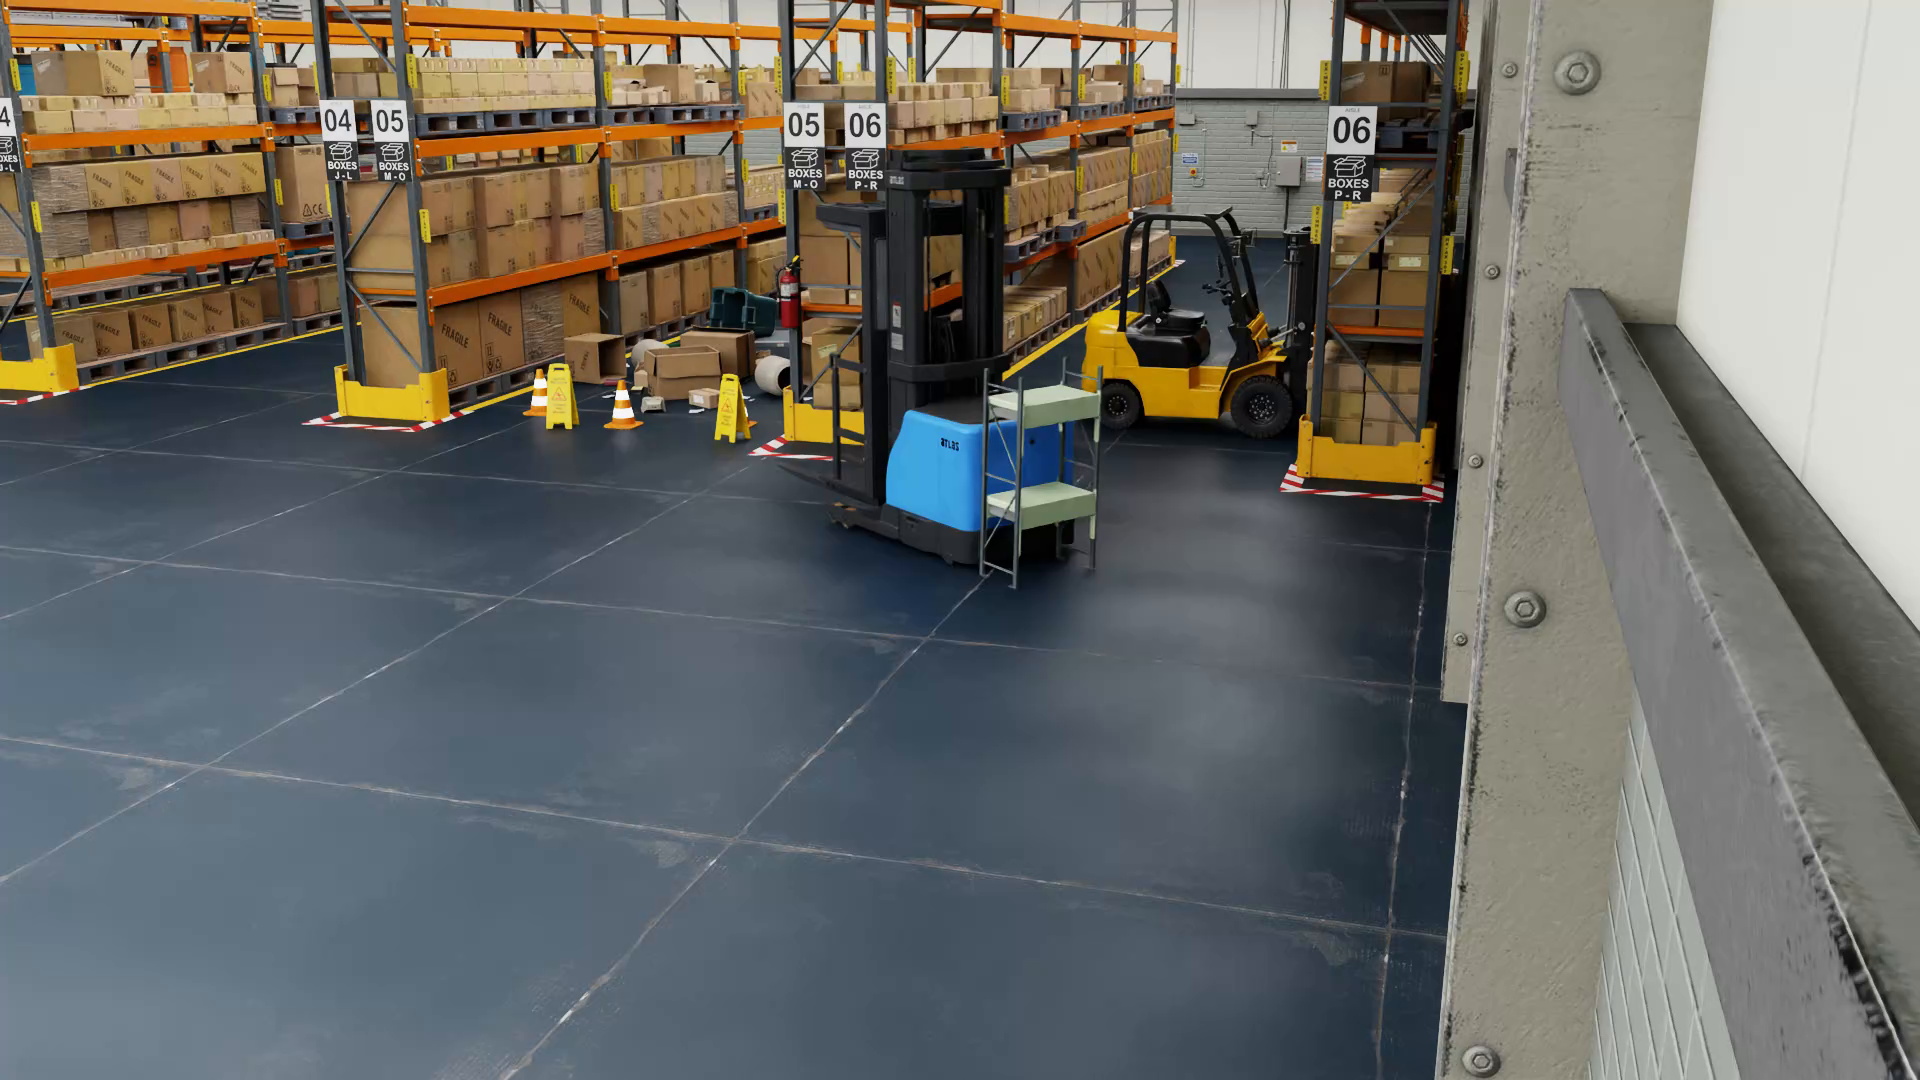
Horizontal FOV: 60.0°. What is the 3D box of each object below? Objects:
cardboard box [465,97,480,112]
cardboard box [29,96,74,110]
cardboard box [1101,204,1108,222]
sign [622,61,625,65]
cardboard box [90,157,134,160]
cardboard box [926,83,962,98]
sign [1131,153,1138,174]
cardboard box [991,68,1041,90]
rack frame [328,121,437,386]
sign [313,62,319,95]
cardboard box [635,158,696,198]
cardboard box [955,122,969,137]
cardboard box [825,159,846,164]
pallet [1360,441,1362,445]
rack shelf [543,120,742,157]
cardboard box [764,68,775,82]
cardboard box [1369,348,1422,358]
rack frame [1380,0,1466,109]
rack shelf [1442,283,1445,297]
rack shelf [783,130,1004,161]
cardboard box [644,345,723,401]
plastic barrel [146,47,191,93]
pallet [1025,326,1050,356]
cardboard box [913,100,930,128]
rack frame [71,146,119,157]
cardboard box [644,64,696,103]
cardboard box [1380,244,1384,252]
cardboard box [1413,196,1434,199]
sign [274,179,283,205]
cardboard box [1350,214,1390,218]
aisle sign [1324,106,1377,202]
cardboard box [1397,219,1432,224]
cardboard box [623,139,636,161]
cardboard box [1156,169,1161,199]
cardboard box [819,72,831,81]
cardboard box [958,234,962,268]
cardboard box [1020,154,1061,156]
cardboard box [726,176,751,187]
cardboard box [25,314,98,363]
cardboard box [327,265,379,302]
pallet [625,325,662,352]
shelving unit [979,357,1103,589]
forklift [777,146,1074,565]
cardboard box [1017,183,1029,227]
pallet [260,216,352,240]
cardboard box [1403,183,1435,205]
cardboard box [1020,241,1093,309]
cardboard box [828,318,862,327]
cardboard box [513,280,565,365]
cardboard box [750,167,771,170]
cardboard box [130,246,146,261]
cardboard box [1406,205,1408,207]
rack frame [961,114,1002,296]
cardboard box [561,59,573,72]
[{"bbox_3d":[-5.304,-4.593,17.537,0.380,0.149,0.250,5,17,16],"label":"cardboard box"},{"bbox_3d":[-10.231,-4.921,18.730,0.380,0.149,0.250,4,16,15],"label":"cardboard box"},{"bbox_3d":[1.925,-4.931,24.993,0.500,0.250,0.500,5,16,16],"label":"cardboard box"},{"bbox_3d":[-6.634,-9.301,32.879,0.100,0.325,0.005,5,16,16],"label":"sign"},{"bbox_3d":[-10.300,-4.396,20.270,0.500,0.500,0.500,5,16,16],"label":"cardboard box"},{"bbox_3d":[-0.197,-4.708,17.432,0.380,0.149,0.250,5,17,17],"label":"cardboard box"},{"bbox_3d":[2.784,-6.019,26.576,0.100,0.325,0.005,5,16,16],"label":"sign"},{"bbox_3d":[0.670,-5.513,19.861,0.500,0.250,0.500,4,16,15],"label":"cardboard box"},{"bbox_3d":[-5.924,-2.757,17.054,1.000,3.000,0.127,5,16,16],"label":"rack frame"},{"bbox_3d":[-6.440,-4.634,16.696,0.100,0.325,0.005,5,16,16],"label":"sign"},{"bbox_3d":[-4.074,-4.996,22.931,0.700,0.500,0.500,4,16,15],"label":"cardboard box"},{"bbox_3d":[-0.116,-4.394,17.789,0.380,0.149,0.250,5,17,17],"label":"cardboard box"},{"bbox_3d":[-2.152,-6.668,28.281,0.500,0.500,0.500,5,17,17],"label":"cardboard box"},{"bbox_3d":[3.788,-0.878,15.538,1.003,0.211,1.213,5,16,16],"label":"pallet"},{"bbox_3d":[-4.219,-5.424,22.277,1.077,0.370,4.000,5,16,16],"label":"rack shelf"},{"bbox_3d":[-3.079,-7.198,26.253,0.797,0.503,0.637,4,16,15],"label":"cardboard box"},{"bbox_3d":[4.067,-1.618,15.475,0.500,0.250,0.500,5,16,16],"label":"cardboard box"},{"bbox_3d":[5.884,-6.995,21.001,1.000,3.000,0.127,5,16,16],"label":"rack frame"},{"bbox_3d":[5.316,-3.240,20.073,1.077,0.370,4.000,5,16,16],"label":"rack shelf"},{"bbox_3d":[-0.581,-4.020,17.327,1.077,0.370,4.000,5,16,16],"label":"rack shelf"},{"bbox_3d":[-3.077,-1.855,18.447,0.797,0.503,0.637,-7,17,-23],"label":"cardboard box"},{"bbox_3d":[-12.962,-7.646,27.234,0.600,0.830,0.708,5,16,16],"label":"plastic barrel"},{"bbox_3d":[0.552,-2.629,21.711,1.003,0.211,1.213,5,16,16],"label":"pallet"},{"bbox_3d":[-0.598,-4.156,16.217,0.500,0.250,0.500,4,16,15],"label":"cardboard box"},{"bbox_3d":[-16.737,-7.077,32.284,1.000,3.000,0.127,5,16,16],"label":"rack frame"},{"bbox_3d":[-3.876,-6.115,22.259,0.500,0.500,0.500,5,16,16],"label":"cardboard box"},{"bbox_3d":[3.939,-2.884,16.130,0.380,0.149,0.250,5,16,16],"label":"cardboard box"},{"bbox_3d":[5.887,-4.228,20.868,0.380,0.149,0.250,5,16,16],"label":"cardboard box"},{"bbox_3d":[-8.991,-4.591,21.933,0.100,0.325,0.005,5,16,16],"label":"sign"},{"bbox_3d":[4.082,-3.162,16.564,0.380,0.149,0.250,5,16,16],"label":"cardboard box"},{"bbox_3d":[3.311,-3.272,14.105,0.394,0.787,0.004,5,16,16],"label":"aisle sign"},{"bbox_3d":[4.378,-2.993,15.968,0.380,0.149,0.250,5,17,16],"label":"cardboard box"},{"bbox_3d":[-6.641,-7.551,32.309,0.500,0.500,0.500,4,16,15],"label":"cardboard box"},{"bbox_3d":[3.221,-6.222,29.085,0.500,0.500,0.500,5,17,17],"label":"cardboard box"},{"bbox_3d":[-2.199,-7.757,27.813,0.380,0.149,0.250,4,16,15],"label":"cardboard box"},{"bbox_3d":[-0.183,-3.231,17.995,0.500,0.500,0.500,5,17,17],"label":"cardboard box"},{"bbox_3d":[1.158,-5.313,24.047,0.500,0.500,0.500,5,17,17],"label":"cardboard box"},{"bbox_3d":[-3.332,-5.325,24.706,0.380,0.149,0.250,5,16,16],"label":"cardboard box"},{"bbox_3d":[-10.457,-2.330,19.358,0.500,0.500,0.500,8,18,26],"label":"cardboard box"},{"bbox_3d":[-8.848,-3.799,24.500,0.700,0.500,0.500,6,17,21],"label":"cardboard box"},{"bbox_3d":[-4.640,-2.670,21.856,1.003,0.211,1.213,5,16,16],"label":"pallet"},{"bbox_3d":[0.572,-0.484,11.764,0.755,1.500,0.431,-12,22,-37],"label":"shelving unit"},{"bbox_3d":[-0.418,-1.573,13.004,1.130,2.935,3.031,-11,19,-35],"label":"forklift"},{"bbox_3d":[0.537,-4.071,20.188,0.500,0.500,0.500,5,16,16],"label":"cardboard box"},{"bbox_3d":[-9.157,-4.311,22.884,1.003,0.211,1.213,5,16,16],"label":"pallet"},{"bbox_3d":[6.180,-4.482,22.180,0.500,0.500,0.500,5,17,18],"label":"cardboard box"},{"bbox_3d":[1.400,-3.847,24.020,0.875,0.875,0.875,4,16,15],"label":"cardboard box"},{"bbox_3d":[-1.132,-2.283,17.088,0.380,0.149,0.250,5,17,17],"label":"cardboard box"},{"bbox_3d":[-5.285,-2.589,19.583,0.875,0.875,0.875,5,17,16],"label":"cardboard box"},{"bbox_3d":[-3.289,-5.991,27.057,0.380,0.149,0.250,4,16,15],"label":"cardboard box"},{"bbox_3d":[-9.992,-3.431,19.890,0.380,0.149,0.250,5,16,16],"label":"cardboard box"},{"bbox_3d":[5.500,-4.182,21.436,0.500,0.250,0.500,5,16,16],"label":"cardboard box"},{"bbox_3d":[-0.012,-3.447,19.483,1.000,3.000,0.127,5,16,16],"label":"rack frame"},{"bbox_3d":[-4.729,-5.508,19.300,0.380,0.149,0.250,5,16,16],"label":"cardboard box"}]
